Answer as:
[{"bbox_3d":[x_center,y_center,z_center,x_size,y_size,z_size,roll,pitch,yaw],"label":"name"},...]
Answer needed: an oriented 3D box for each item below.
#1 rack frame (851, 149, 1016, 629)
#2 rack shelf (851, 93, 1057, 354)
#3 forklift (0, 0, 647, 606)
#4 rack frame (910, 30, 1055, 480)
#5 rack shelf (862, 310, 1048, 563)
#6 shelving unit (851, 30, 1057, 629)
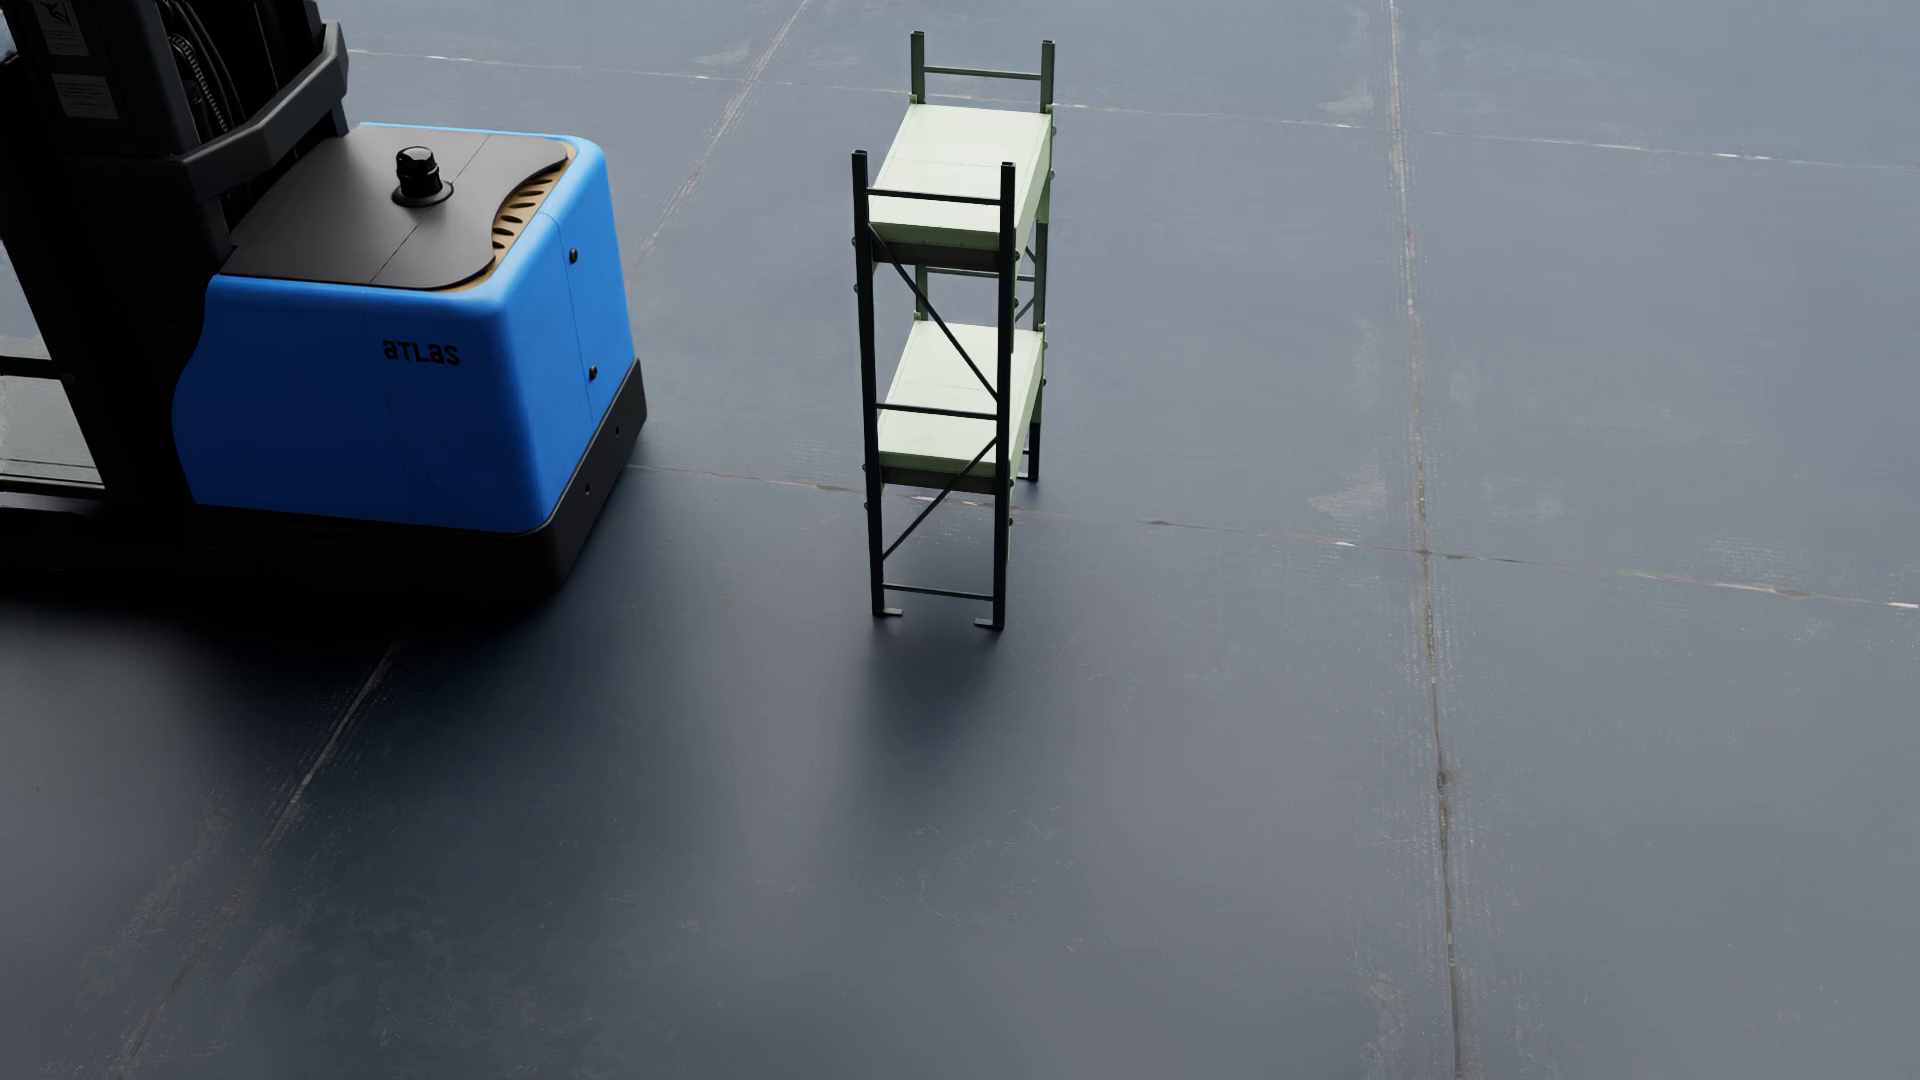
[{"bbox_3d":[-0.064,-0.344,4.489,0.400,1.500,0.023,6,40,8],"label":"rack frame"},{"bbox_3d":[-0.001,-0.875,4.518,0.431,0.370,0.720,6,40,8],"label":"rack shelf"},{"bbox_3d":[-2.622,-1.361,4.596,3.031,2.935,1.130,5,40,6],"label":"forklift"},{"bbox_3d":[0.062,-0.804,5.045,0.400,1.500,0.023,6,40,8],"label":"rack frame"},{"bbox_3d":[-0.001,-0.323,4.975,0.431,0.370,0.720,6,40,8],"label":"rack shelf"},{"bbox_3d":[-0.001,-0.574,4.767,0.431,1.500,0.755,6,40,8],"label":"shelving unit"}]
